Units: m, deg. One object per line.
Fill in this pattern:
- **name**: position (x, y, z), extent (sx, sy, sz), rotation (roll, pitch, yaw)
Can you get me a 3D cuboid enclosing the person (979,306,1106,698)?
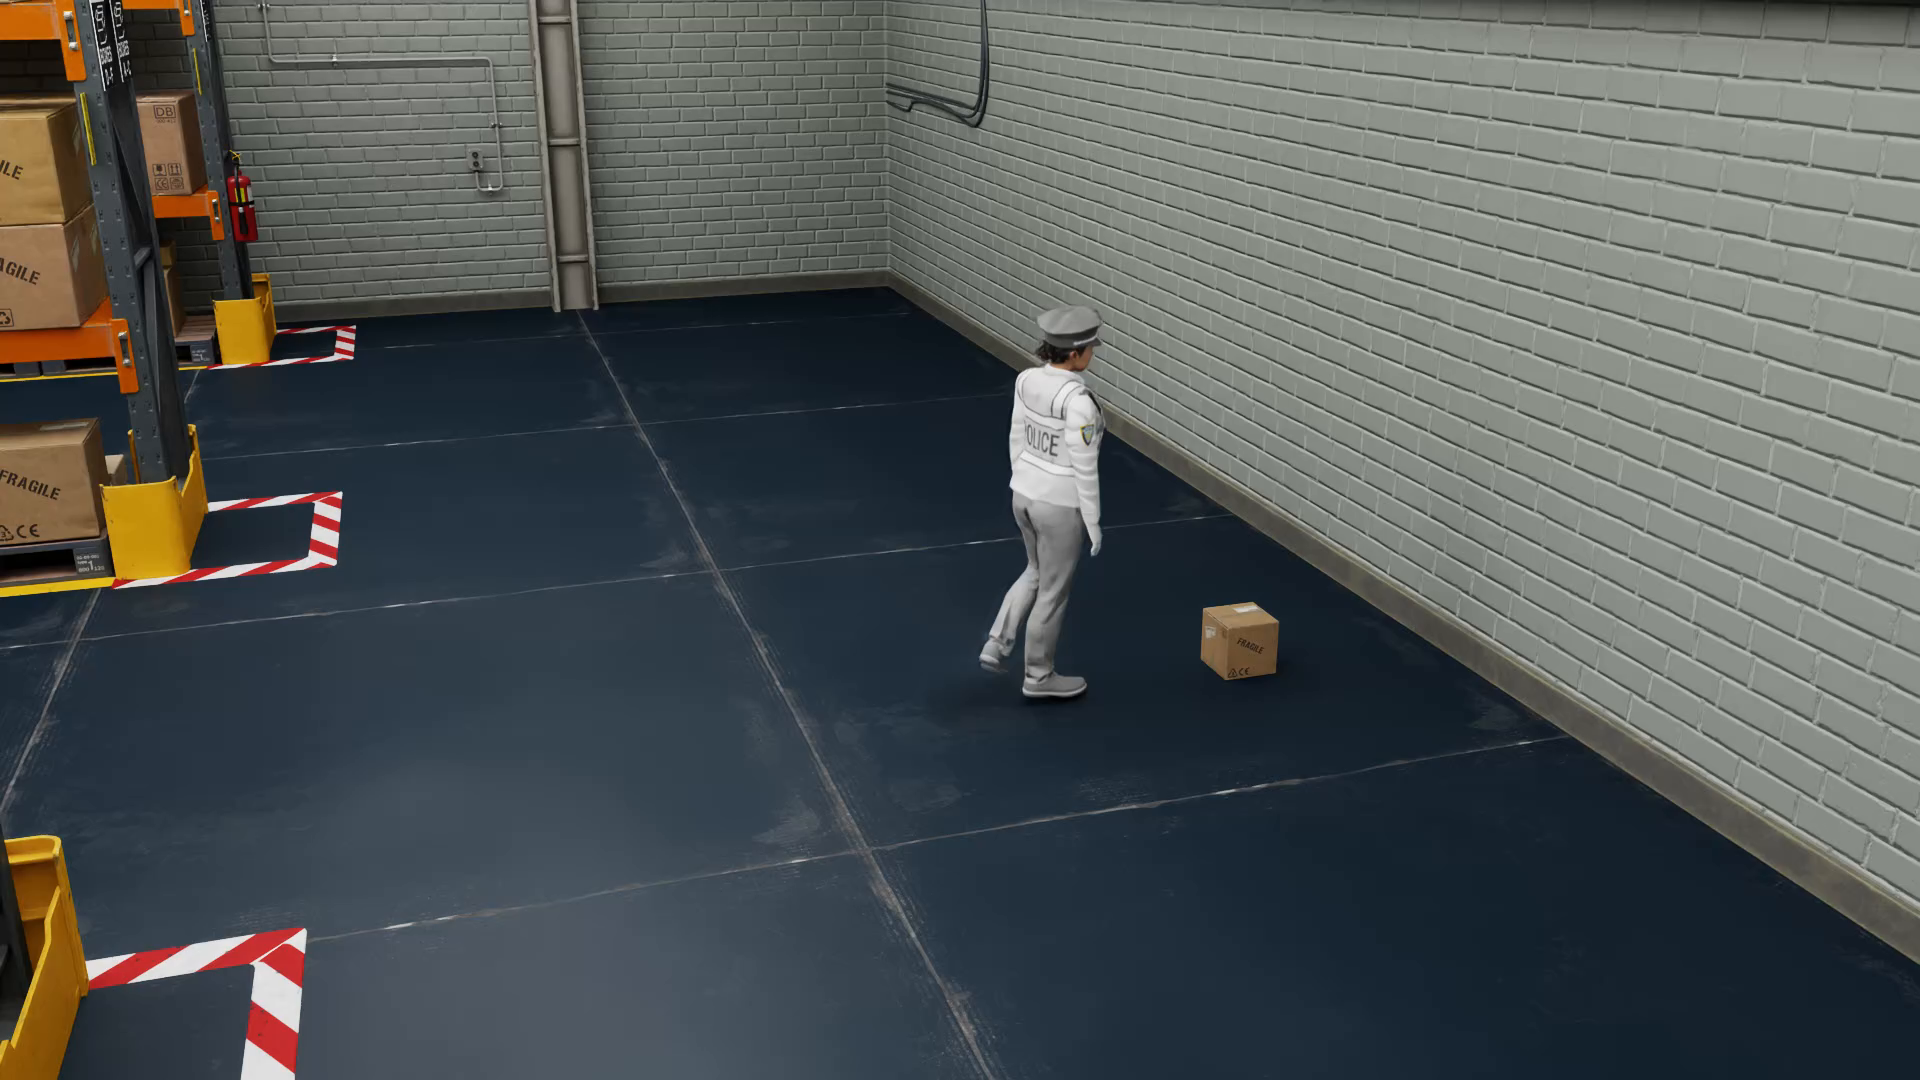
- **person**: position (0.344, -0.128, 6.857), extent (0.434, 1.659, 0.512), rotation (-10, 22, -27)
